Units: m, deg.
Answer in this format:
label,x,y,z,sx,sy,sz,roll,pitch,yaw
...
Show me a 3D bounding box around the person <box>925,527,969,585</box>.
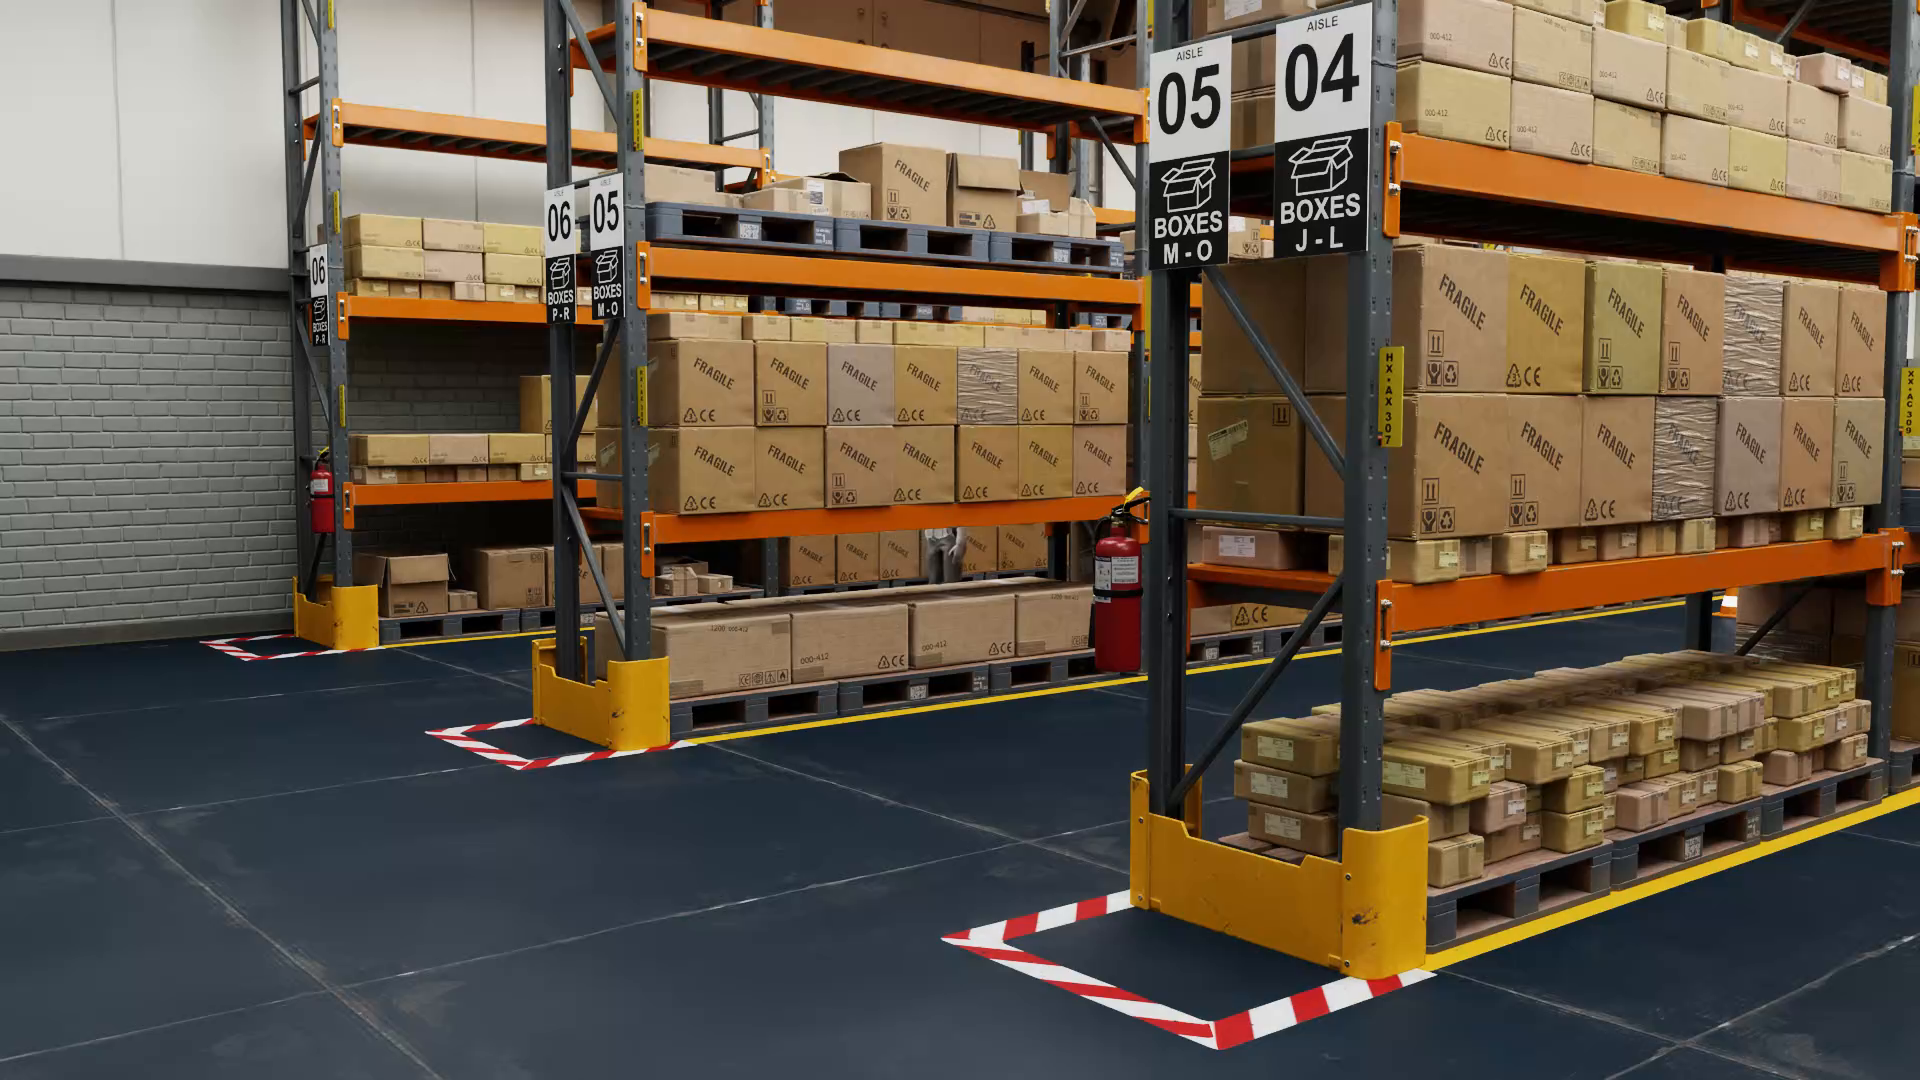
label,x,y,z,sx,sy,sz,roll,pitch,yaw
person,-0.106,0.045,13.288,0.327,1.677,0.468,-3,6,-38
